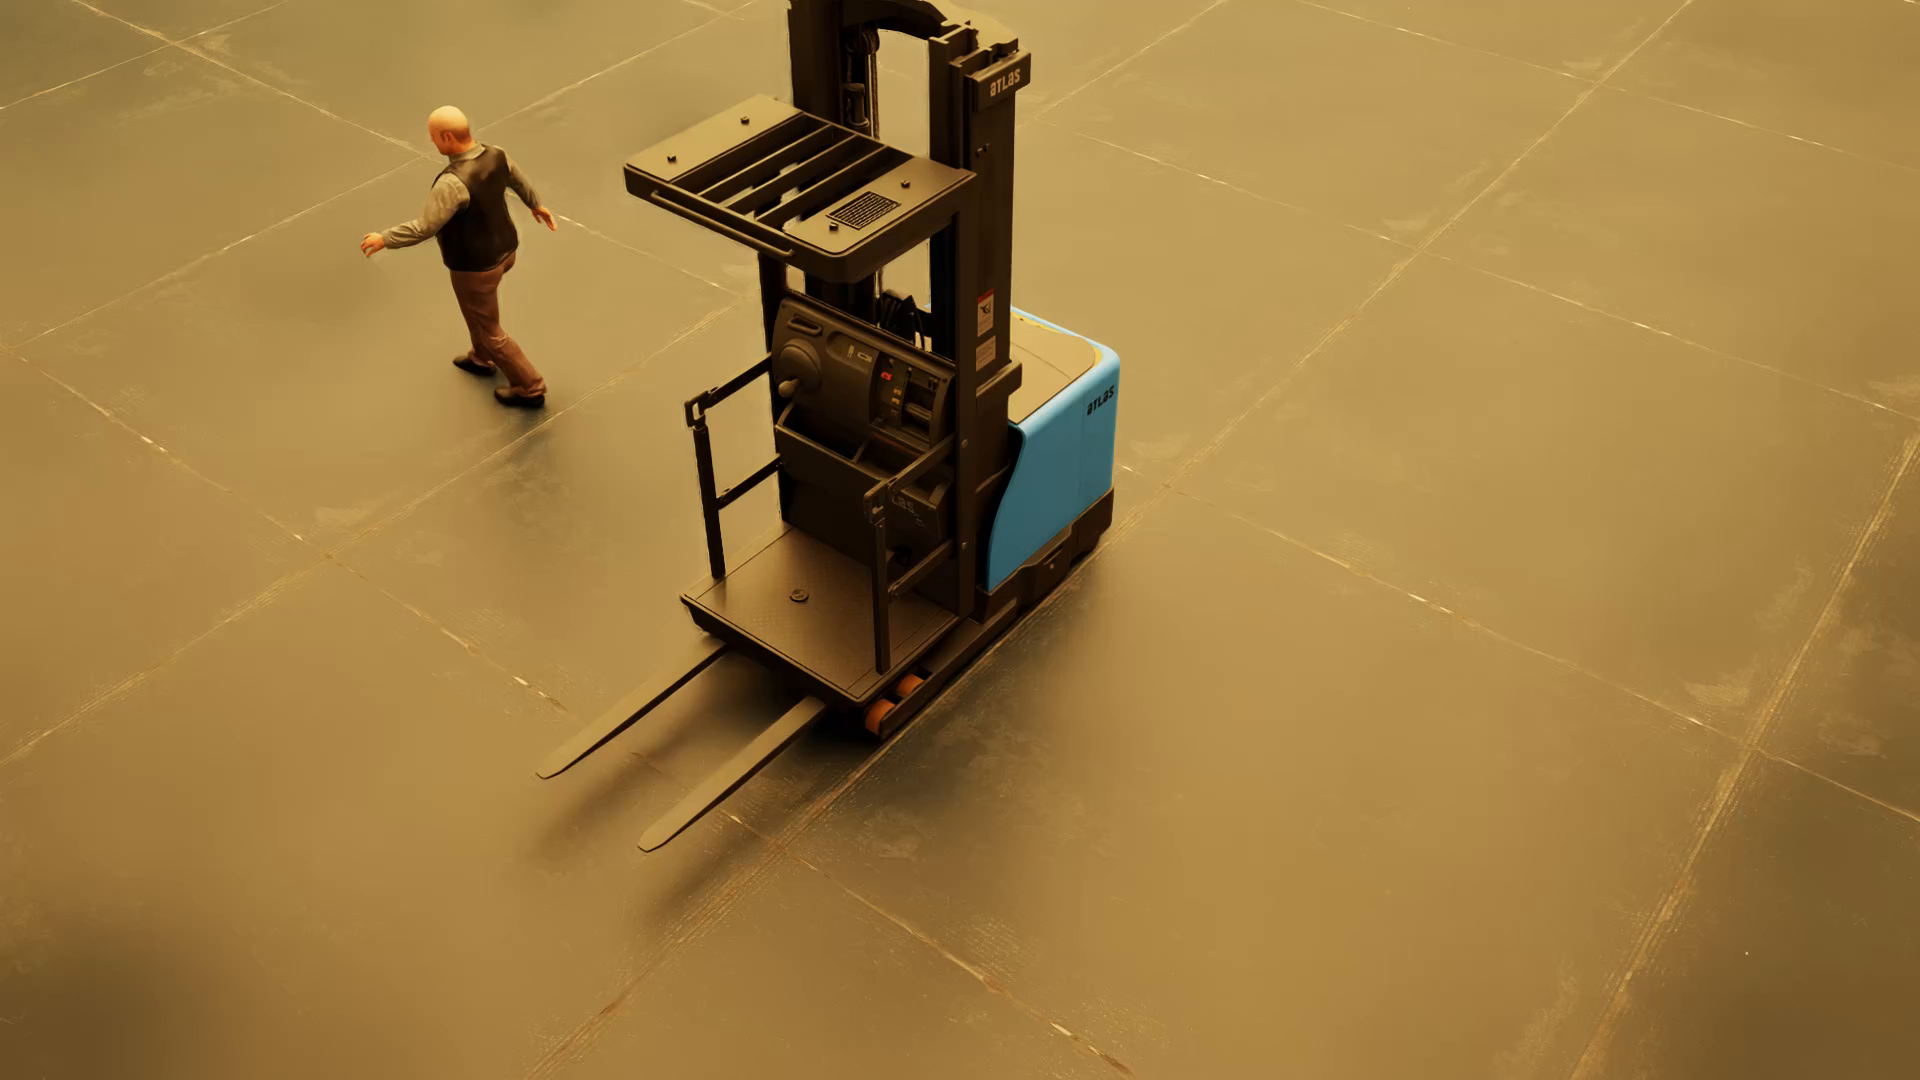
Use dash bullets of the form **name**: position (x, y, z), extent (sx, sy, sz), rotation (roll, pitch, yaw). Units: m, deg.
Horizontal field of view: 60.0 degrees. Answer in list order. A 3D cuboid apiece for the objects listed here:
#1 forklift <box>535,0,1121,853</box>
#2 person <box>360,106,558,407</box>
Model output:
- **forklift**: position (-0.551, -0.617, 6.798), extent (1.130, 2.935, 3.031), rotation (27, 47, 28)
- **person**: position (-2.587, -1.531, 8.844), extent (0.728, 1.705, 0.954), rotation (12, 42, 14)
